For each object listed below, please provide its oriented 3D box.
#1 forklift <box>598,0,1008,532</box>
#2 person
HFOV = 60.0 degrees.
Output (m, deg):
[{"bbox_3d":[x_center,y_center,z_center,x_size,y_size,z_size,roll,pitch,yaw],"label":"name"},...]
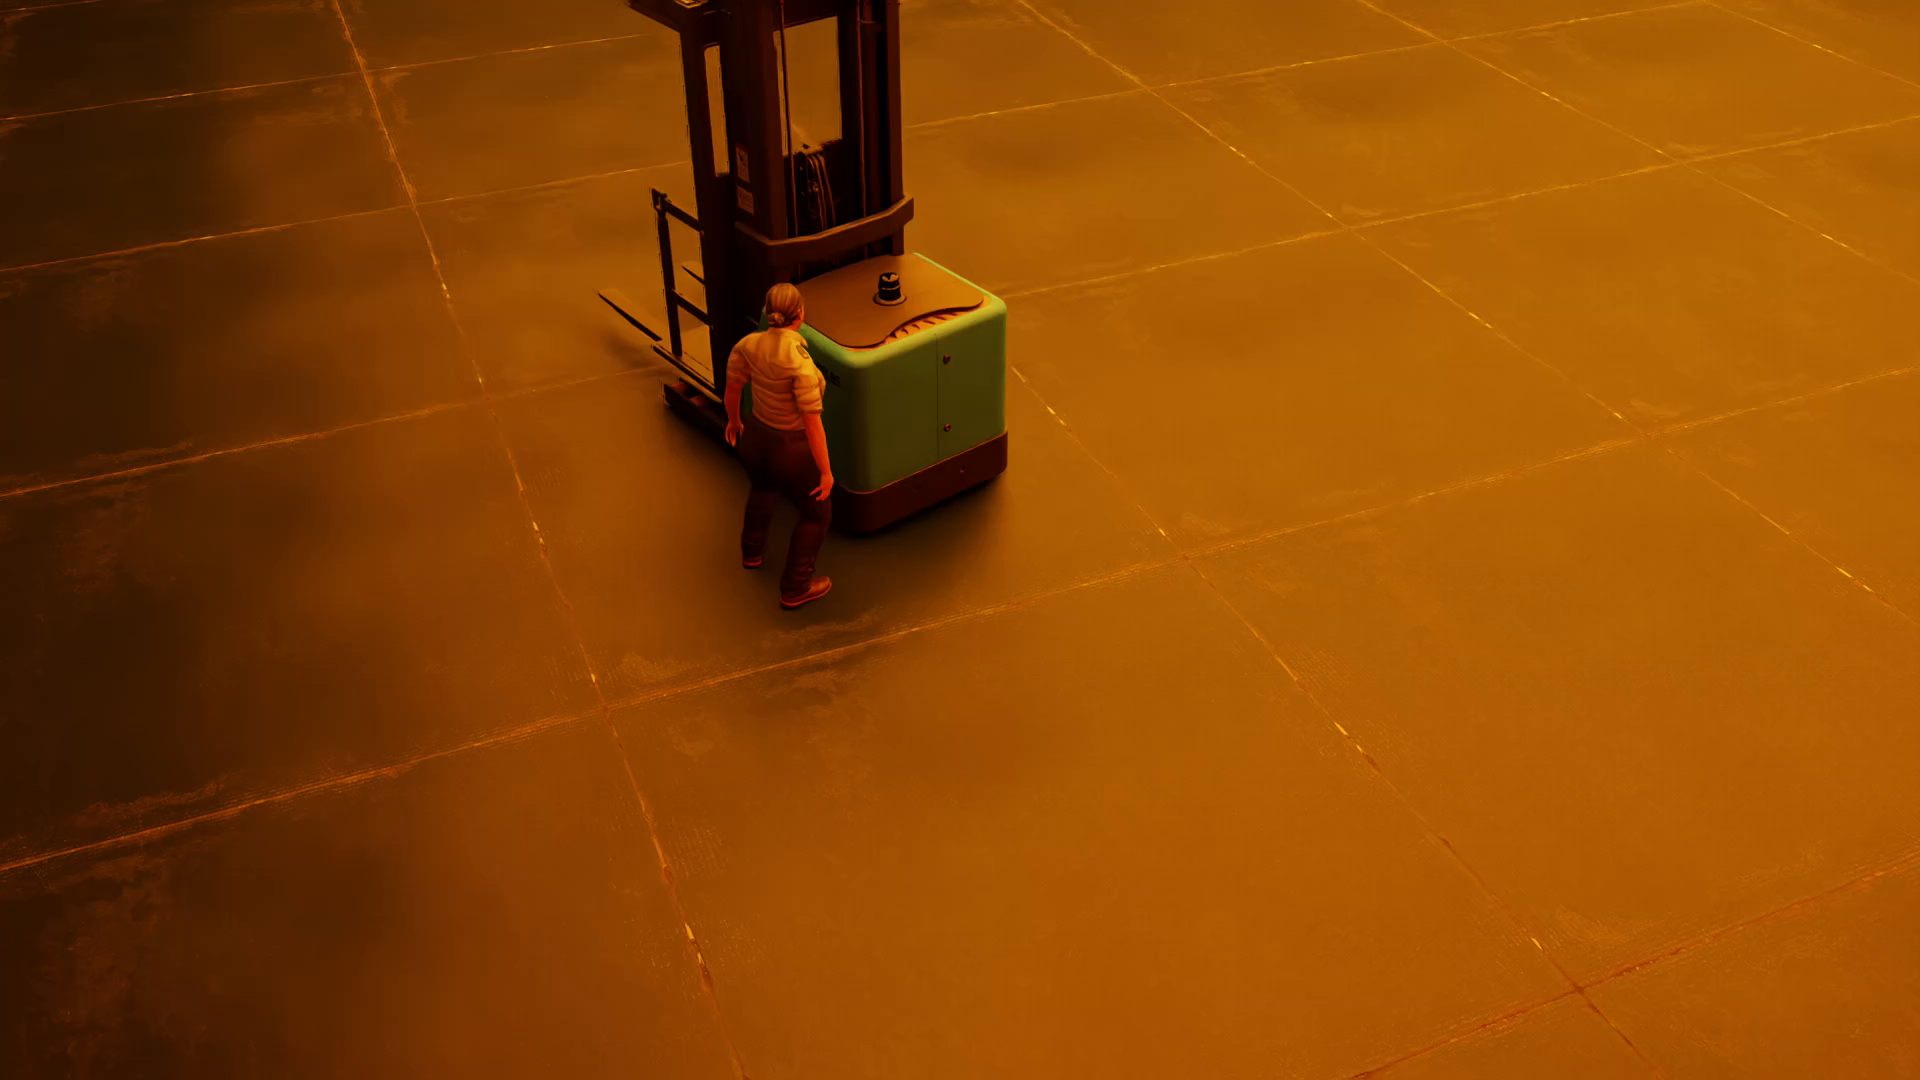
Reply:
[{"bbox_3d":[-1.062,-2.022,8.942,1.130,2.935,3.031,-25,43,-31],"label":"forklift"},{"bbox_3d":[-0.861,-0.457,7.881,0.805,1.624,0.374,25,43,31],"label":"person"}]
